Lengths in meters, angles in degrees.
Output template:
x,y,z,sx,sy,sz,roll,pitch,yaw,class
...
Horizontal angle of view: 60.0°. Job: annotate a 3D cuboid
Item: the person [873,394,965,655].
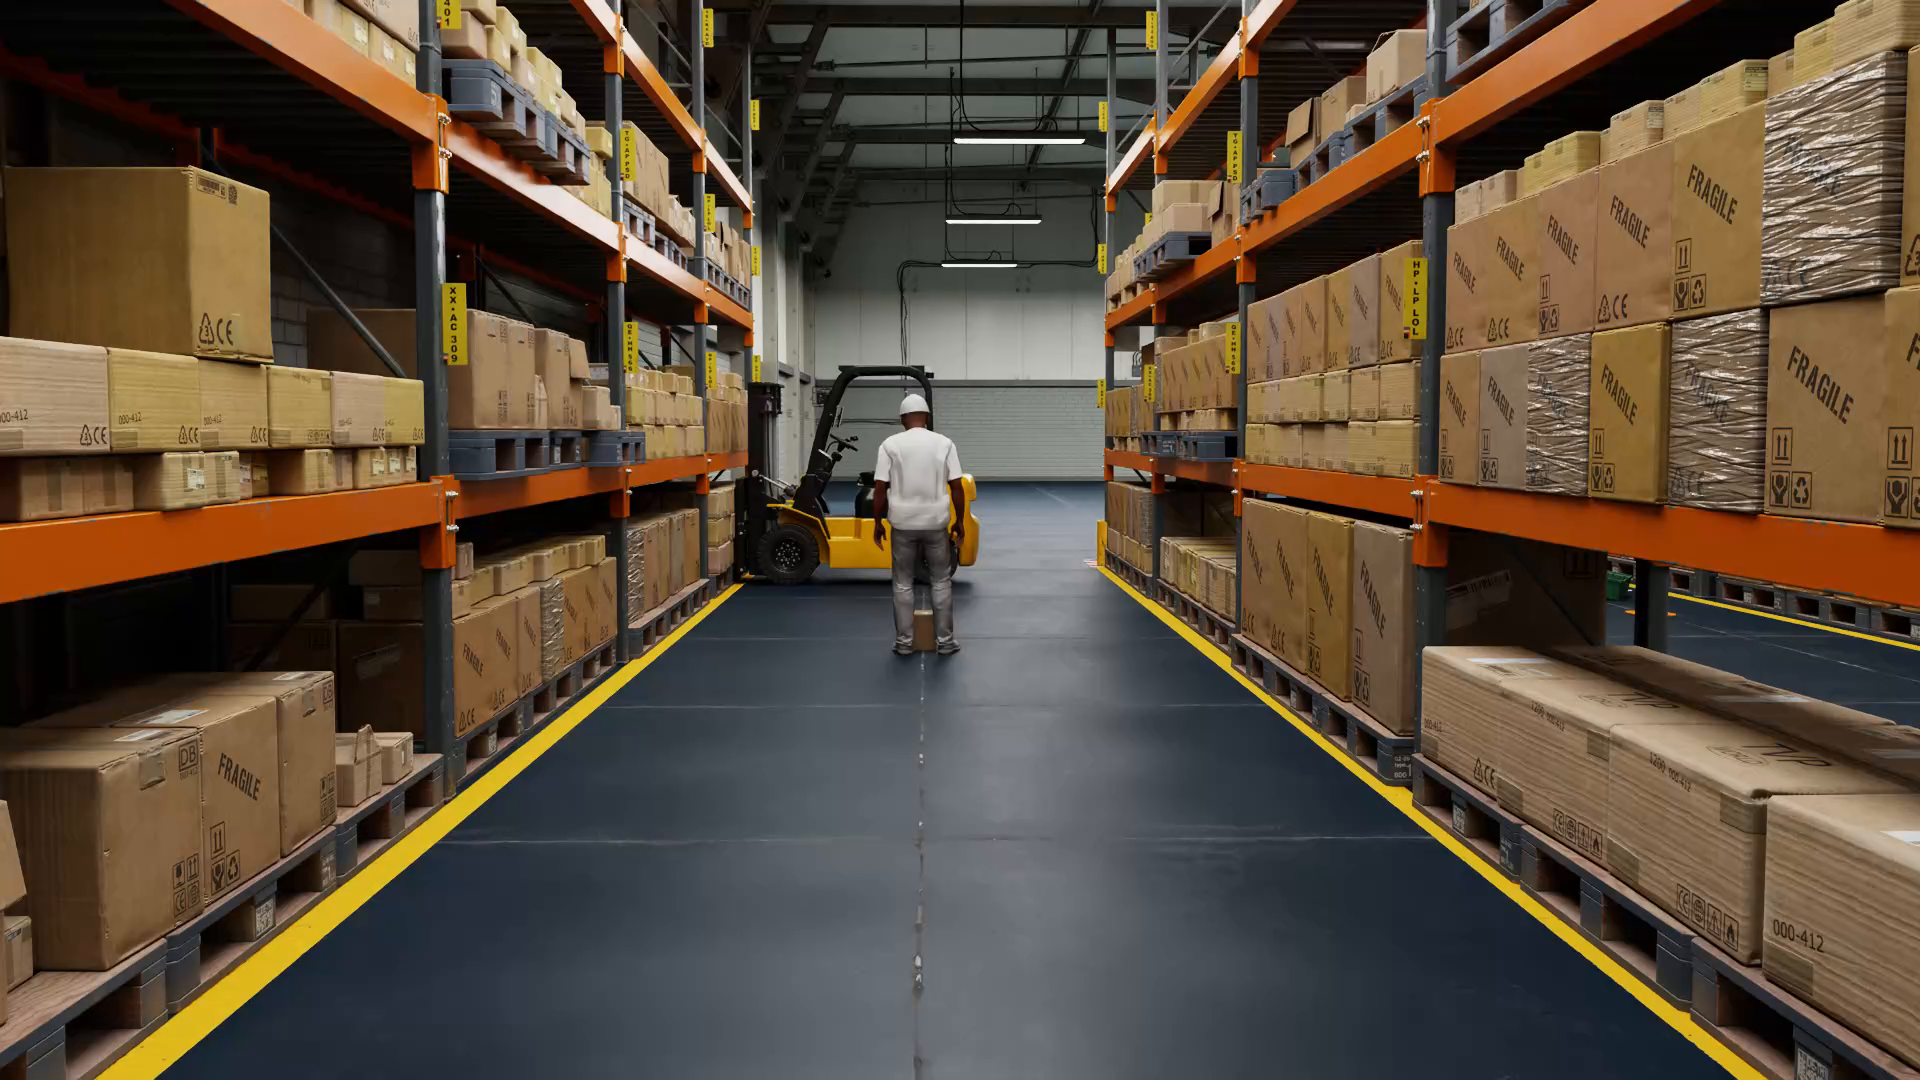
x,y,z,sx,sy,sz,roll,pitch,yaw,class
-0.279,-0.109,11.286,0.629,1.759,0.460,0,4,-5,person
